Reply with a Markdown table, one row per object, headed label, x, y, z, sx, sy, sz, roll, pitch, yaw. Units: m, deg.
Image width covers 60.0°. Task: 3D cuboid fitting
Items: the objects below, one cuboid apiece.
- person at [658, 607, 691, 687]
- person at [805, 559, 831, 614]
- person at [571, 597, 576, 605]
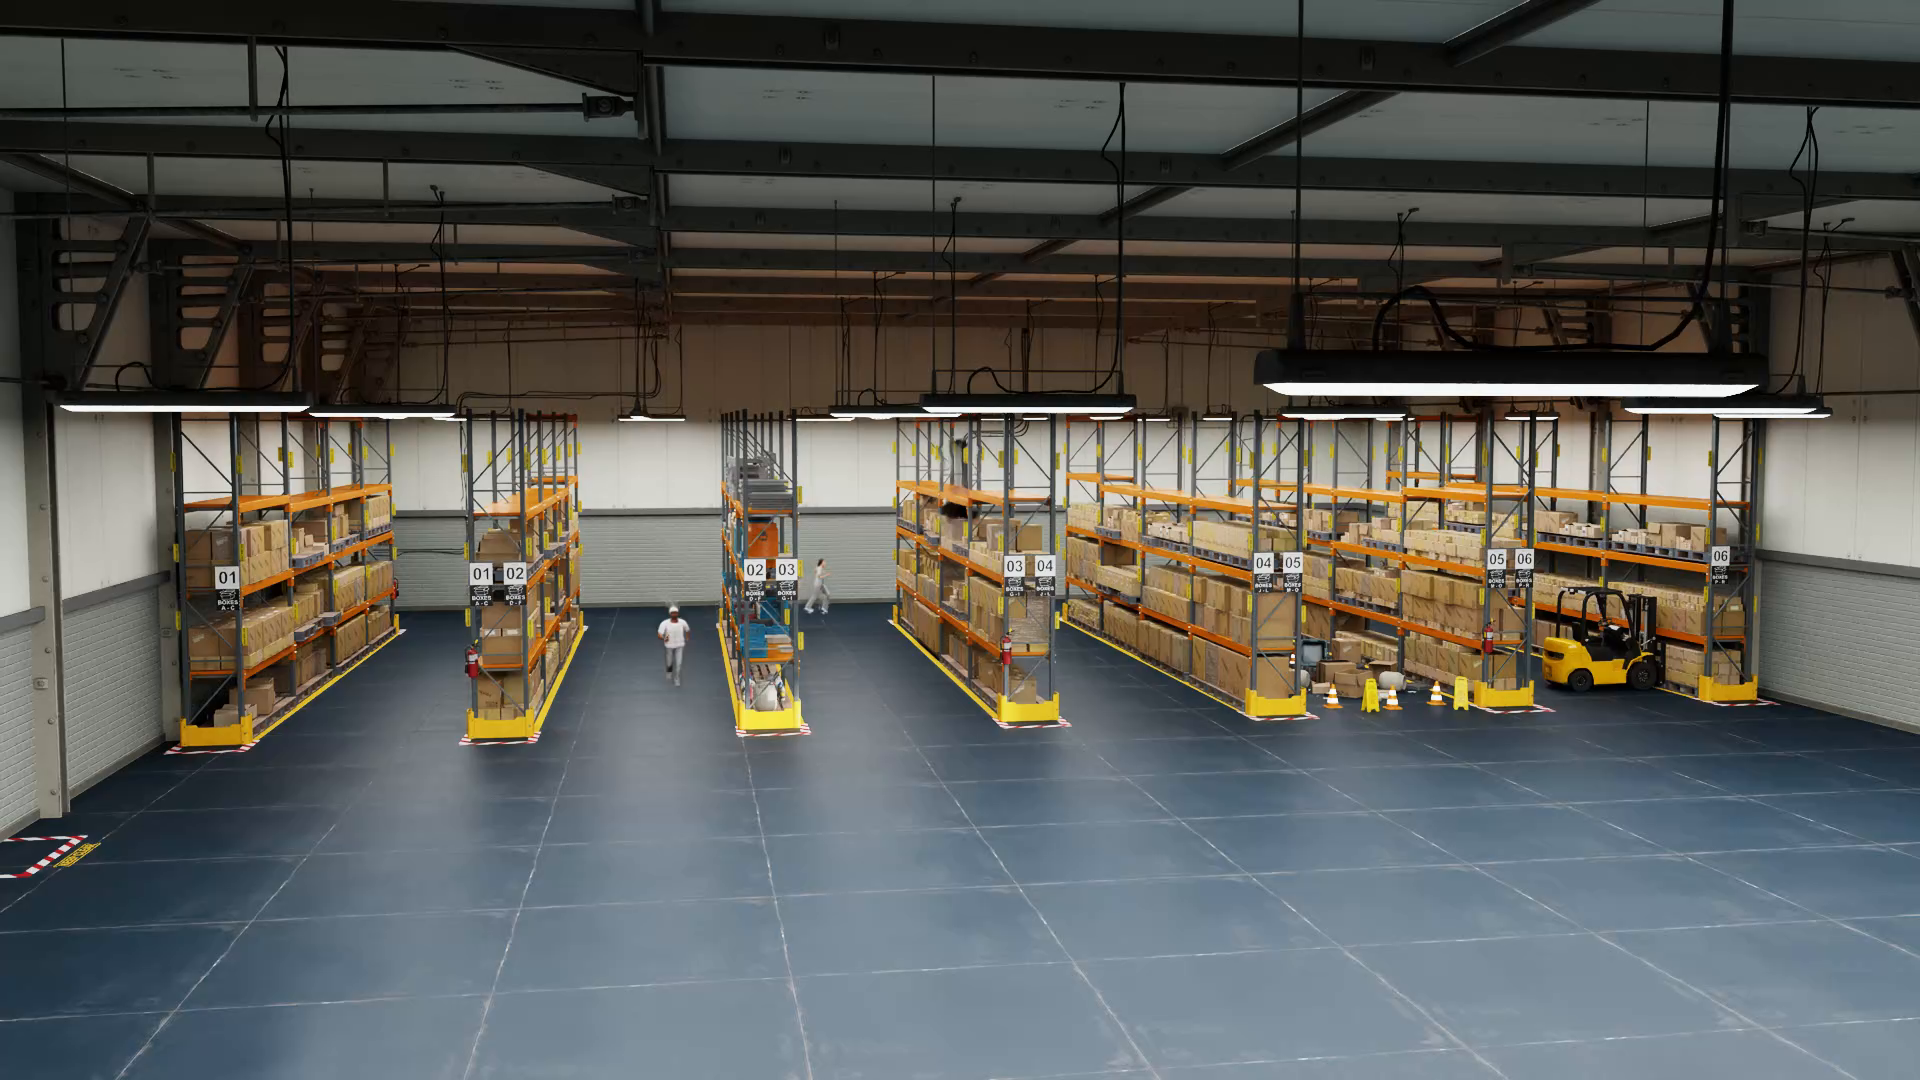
| label | x | y | z | sx | sy | sz | roll | pitch | yaw |
| --- | --- | --- | --- | --- | --- | --- | --- | --- | --- |
| person | -6.240 | 2.323 | 36.385 | 0.714 | 1.733 | 0.791 | -1 | 4 | -15 |
| person | -4.288 | 1.416 | 50.088 | 0.839 | 1.725 | 0.549 | 1 | 4 | 12 |
| person | -11.356 | 1.602 | 47.718 | 0.685 | 1.714 | 0.585 | 2 | 5 | 30 |
